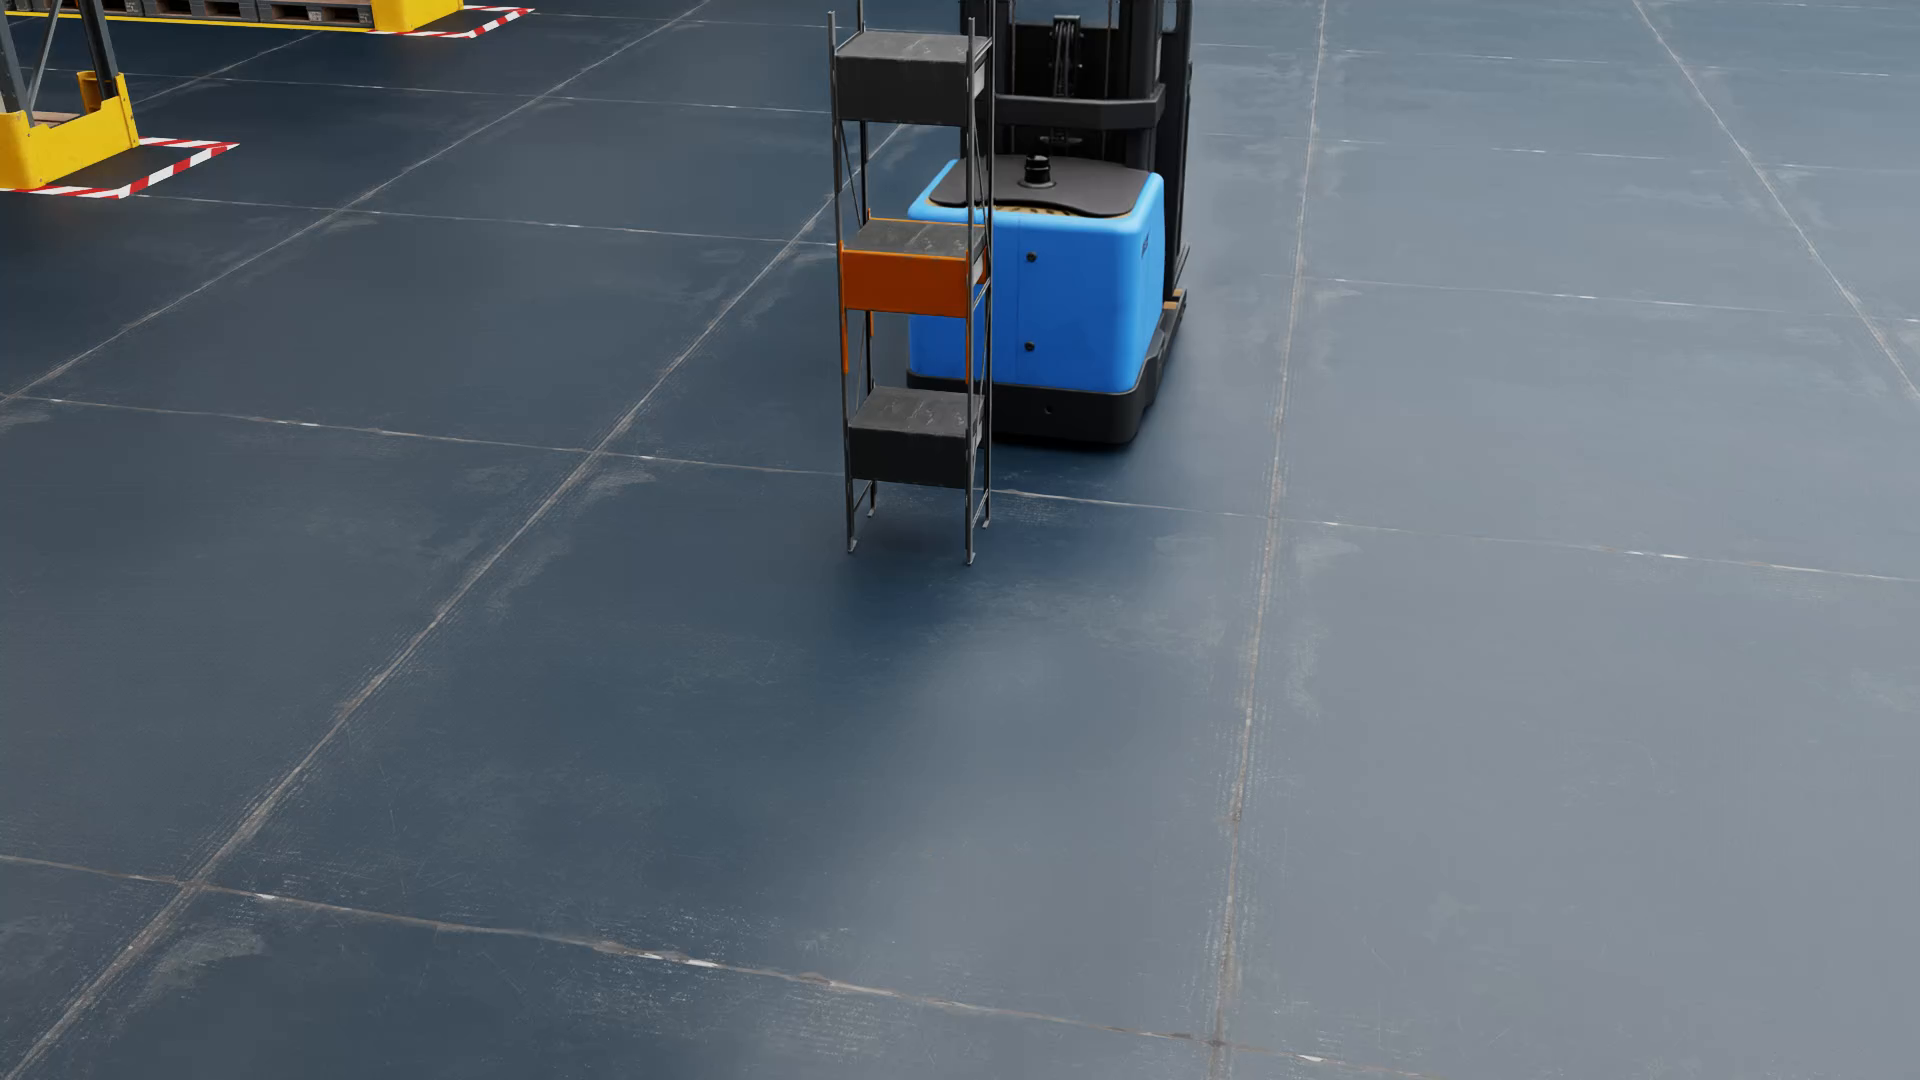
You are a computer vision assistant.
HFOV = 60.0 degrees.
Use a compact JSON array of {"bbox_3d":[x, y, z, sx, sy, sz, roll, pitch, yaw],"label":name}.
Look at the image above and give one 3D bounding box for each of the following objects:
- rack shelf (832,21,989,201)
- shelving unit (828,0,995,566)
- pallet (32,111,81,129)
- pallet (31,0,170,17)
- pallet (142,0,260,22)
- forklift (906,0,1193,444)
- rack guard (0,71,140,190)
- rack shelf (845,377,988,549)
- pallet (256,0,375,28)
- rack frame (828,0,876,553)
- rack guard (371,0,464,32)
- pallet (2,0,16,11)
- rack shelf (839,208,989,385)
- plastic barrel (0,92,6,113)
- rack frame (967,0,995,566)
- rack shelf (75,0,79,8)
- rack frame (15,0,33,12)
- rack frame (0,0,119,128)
[{"bbox_3d":[-0.162,-1.540,5.947,0.480,0.518,0.431,6,29,11],"label":"rack shelf"},{"bbox_3d":[-0.162,-0.938,6.276,0.503,2.100,0.431,6,29,11],"label":"shelving unit"},{"bbox_3d":[-6.955,-2.772,11.594,1.213,0.211,1.003,6,29,11],"label":"pallet"},{"bbox_3d":[-8.290,-5.379,16.356,1.213,0.211,1.003,6,29,11],"label":"pallet"},{"bbox_3d":[-7.094,-5.258,16.134,1.213,0.211,1.003,6,29,11],"label":"pallet"},{"bbox_3d":[0.596,-2.405,8.090,1.130,2.935,3.031,7,29,12],"label":"forklift"},{"bbox_3d":[-6.161,-2.815,11.371,0.348,0.500,1.175,6,29,11],"label":"rack guard"},{"bbox_3d":[-0.162,-0.312,6.619,0.480,0.518,0.431,6,29,11],"label":"rack shelf"},{"bbox_3d":[-5.904,-5.135,15.909,1.213,0.211,1.003,6,29,11],"label":"pallet"},{"bbox_3d":[-0.401,-0.962,6.321,0.015,2.100,0.400,6,29,11],"label":"rack frame"},{"bbox_3d":[-5.117,-5.163,15.660,0.348,0.500,1.175,6,29,11],"label":"rack guard"},{"bbox_3d":[-9.716,-5.507,16.590,1.213,0.211,1.003,6,29,11],"label":"pallet"},{"bbox_3d":[-0.162,-0.926,6.283,0.480,0.518,0.431,6,29,11],"label":"rack shelf"},{"bbox_3d":[-6.737,-3.049,11.349,0.421,0.512,0.421,0,29,0],"label":"plastic barrel"},{"bbox_3d":[0.077,-0.913,6.231,0.015,2.100,0.400,6,29,11],"label":"rack frame"},{"bbox_3d":[-8.033,-3.811,11.337,4.000,0.370,1.077,6,29,11],"label":"rack shelf"},{"bbox_3d":[-8.955,-6.653,15.779,0.127,3.000,1.000,6,29,11],"label":"rack frame"},{"bbox_3d":[-6.077,-3.926,10.798,0.127,3.000,1.000,6,29,11],"label":"rack frame"}]
